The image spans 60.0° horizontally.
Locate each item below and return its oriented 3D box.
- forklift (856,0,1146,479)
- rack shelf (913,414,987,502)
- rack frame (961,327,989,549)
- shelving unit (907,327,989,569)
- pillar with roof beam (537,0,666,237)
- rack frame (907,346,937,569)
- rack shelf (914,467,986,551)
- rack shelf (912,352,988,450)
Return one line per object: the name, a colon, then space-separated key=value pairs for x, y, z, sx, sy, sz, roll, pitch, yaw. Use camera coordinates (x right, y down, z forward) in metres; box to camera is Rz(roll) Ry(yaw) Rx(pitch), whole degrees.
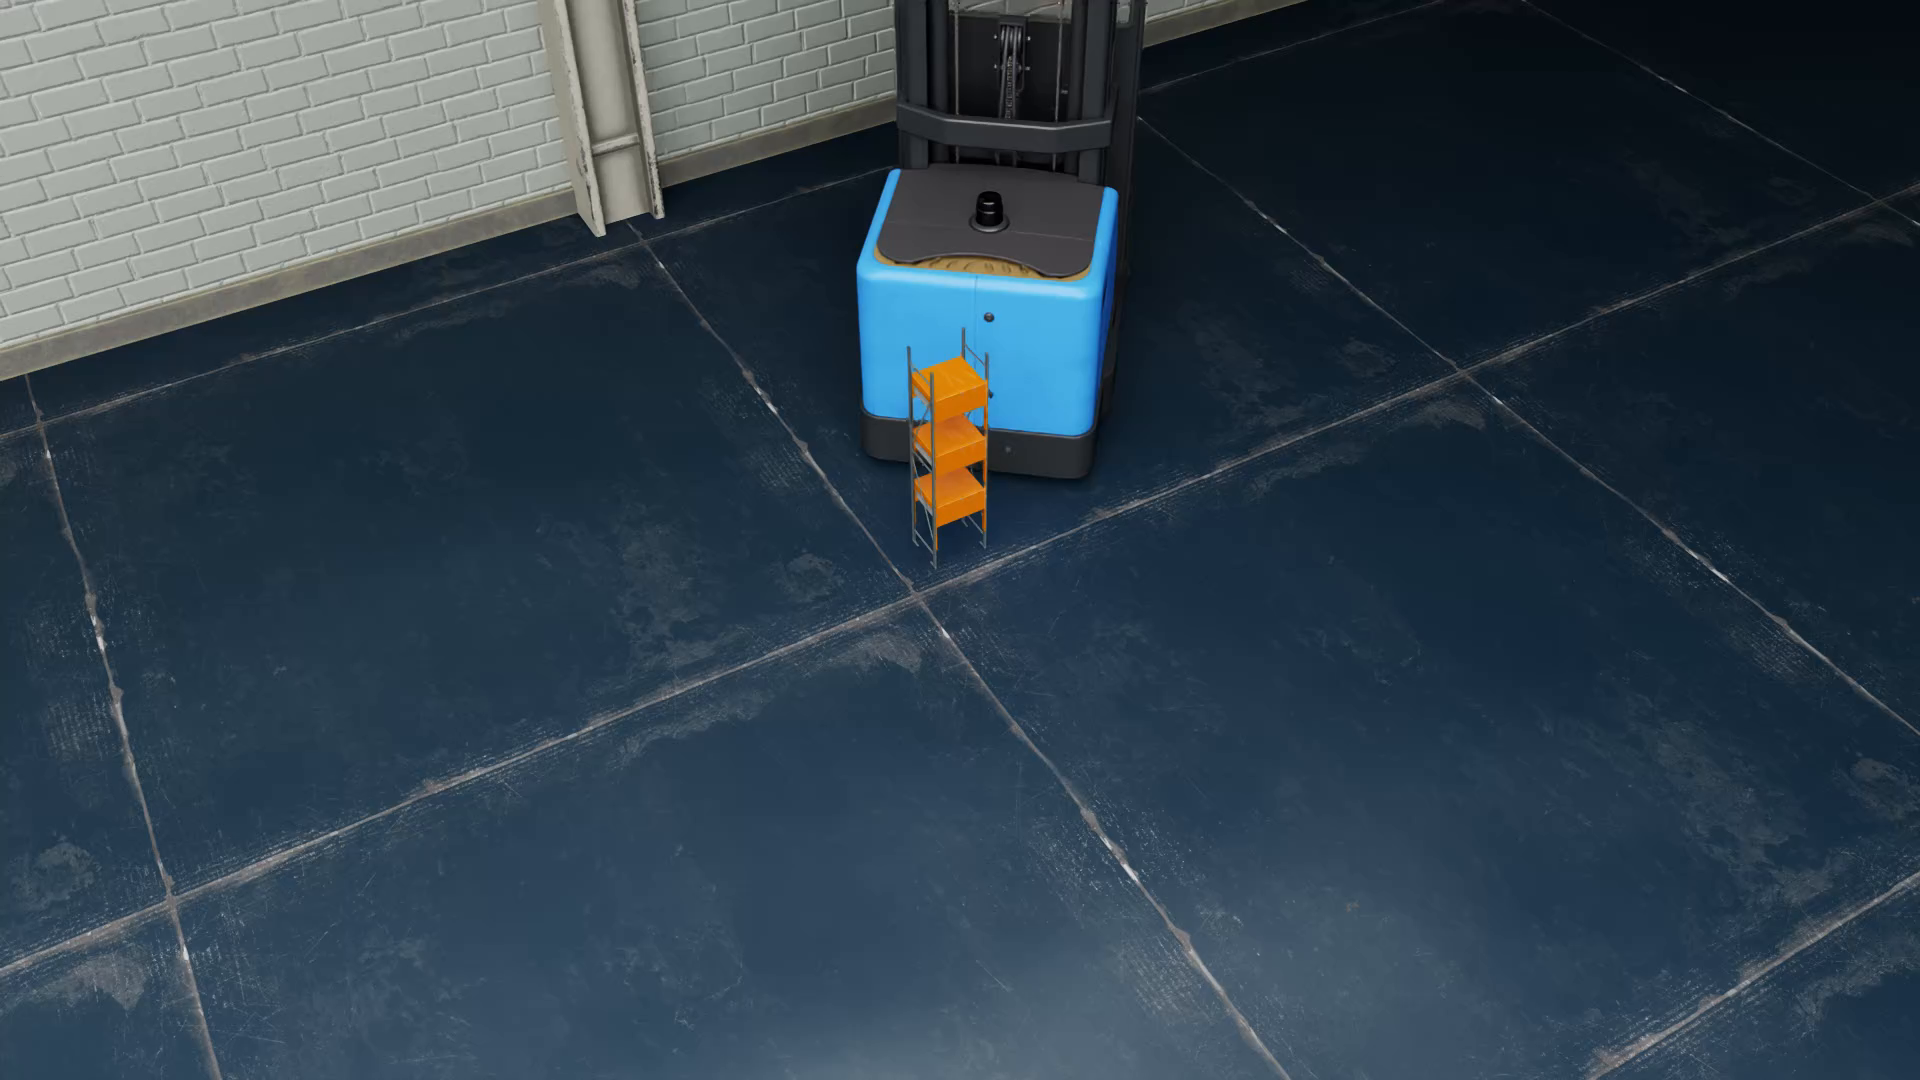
forklift: x=0.297 y=-2.357 z=7.503 sx=1.130 sy=2.935 sz=3.031 roll=6 pitch=44 yaw=6
rack shelf: x=-0.046 y=-0.351 z=6.802 sx=0.240 sy=0.259 sz=0.215 roll=-22 pitch=48 yaw=-21
rack frame: x=0.059 y=-0.400 z=6.838 sx=0.008 sy=1.050 sz=0.200 roll=-22 pitch=48 yaw=-21
shelving unit: x=-0.046 y=-0.358 z=6.795 sx=0.252 sy=1.050 sz=0.215 roll=-22 pitch=48 yaw=-21
pillar with roof beam: x=0.308 y=-2.401 z=3.192 sx=0.400 sy=9.000 sz=9.100 roll=-22 pitch=48 yaw=-21
rack frame: x=-0.152 y=-0.316 z=6.751 sx=0.008 sy=1.050 sz=0.200 roll=-22 pitch=48 yaw=-21
rack shelf: x=-0.046 y=-0.151 z=6.996 sx=0.240 sy=0.259 sz=0.215 roll=-22 pitch=48 yaw=-21
rack shelf: x=-0.046 y=-0.554 z=6.604 sx=0.240 sy=0.259 sz=0.215 roll=-22 pitch=48 yaw=-21
